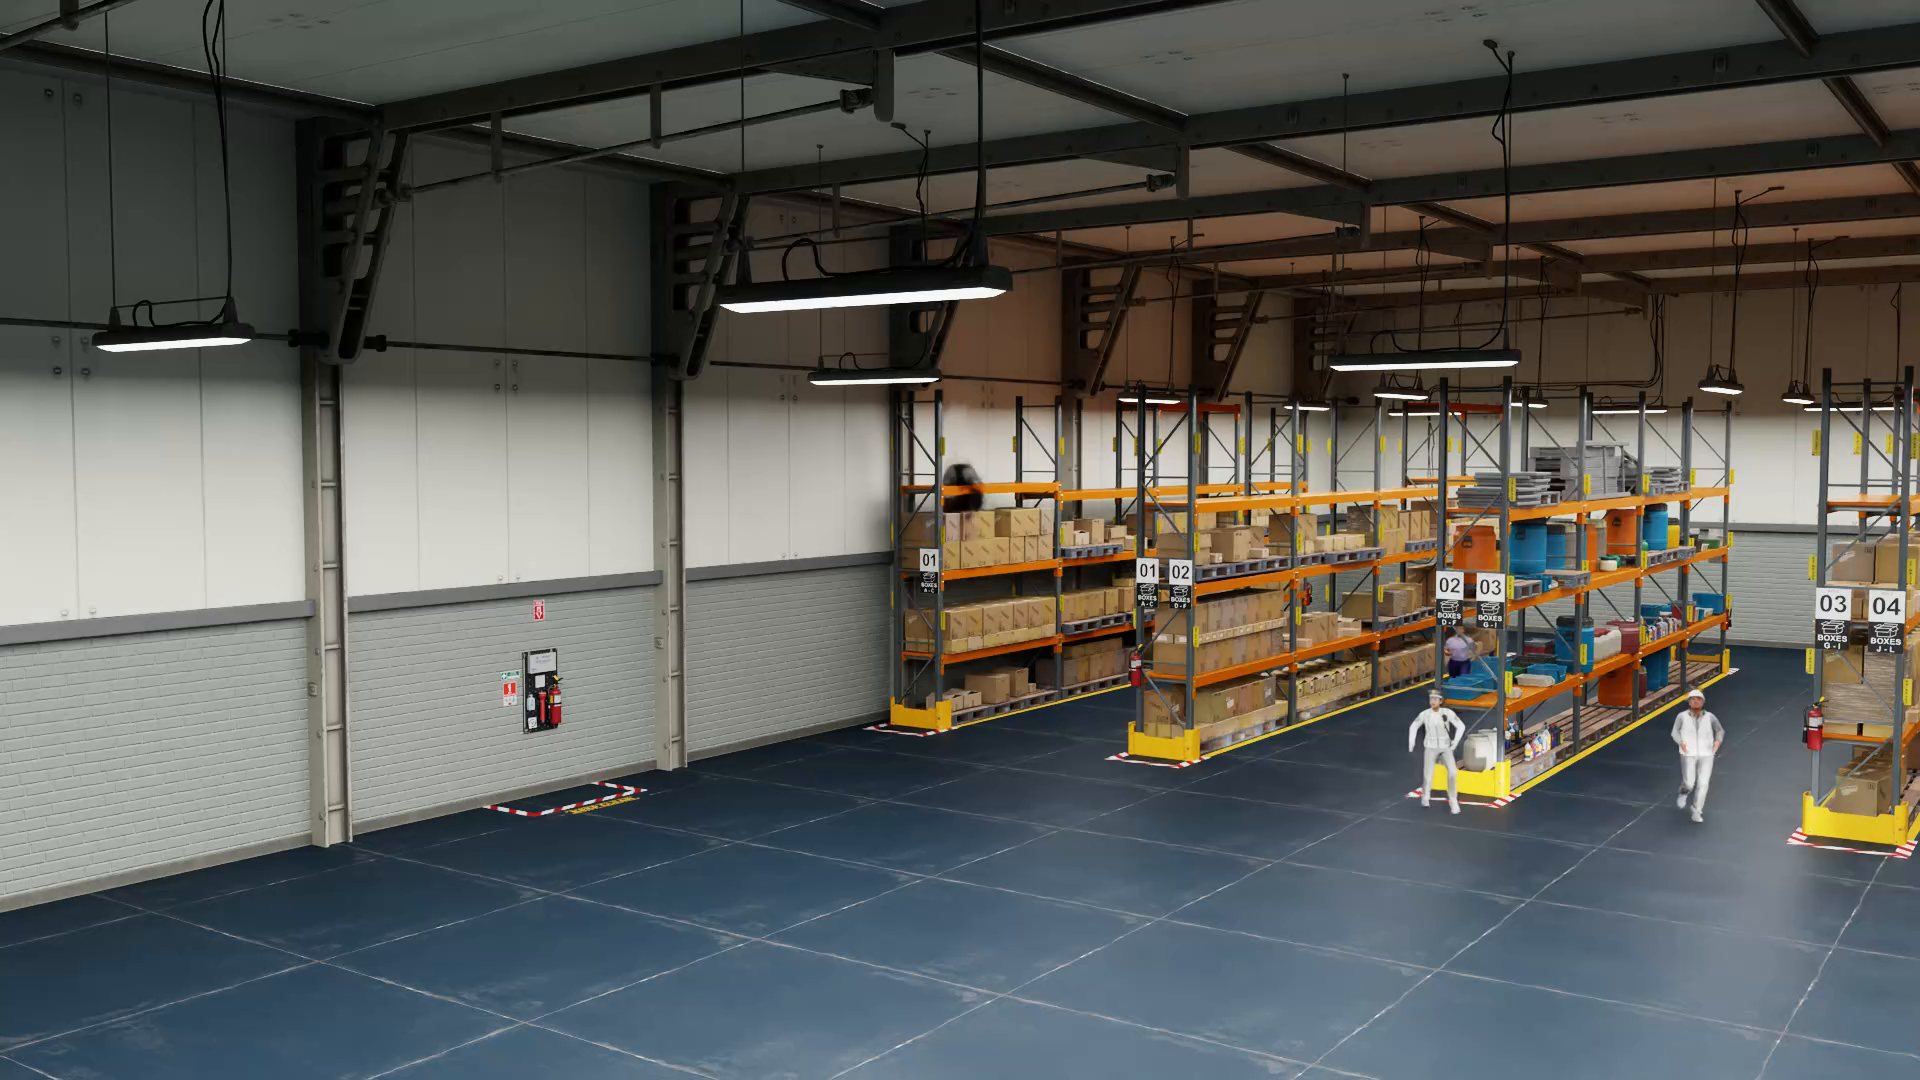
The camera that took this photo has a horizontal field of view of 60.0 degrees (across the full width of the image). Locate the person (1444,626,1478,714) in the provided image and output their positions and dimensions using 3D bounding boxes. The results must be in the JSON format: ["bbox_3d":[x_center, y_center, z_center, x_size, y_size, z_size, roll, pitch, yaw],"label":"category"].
[{"bbox_3d":[9.420,2.399,31.362,0.607,1.632,0.941,2,4,29],"label":"person"}]

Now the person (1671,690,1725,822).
[{"bbox_3d":[9.938,2.892,22.376,0.672,1.714,0.709,1,3,21],"label":"person"}]

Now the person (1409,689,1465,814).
[{"bbox_3d":[6.569,2.904,22.911,0.750,1.701,0.519,1,3,11],"label":"person"}]
